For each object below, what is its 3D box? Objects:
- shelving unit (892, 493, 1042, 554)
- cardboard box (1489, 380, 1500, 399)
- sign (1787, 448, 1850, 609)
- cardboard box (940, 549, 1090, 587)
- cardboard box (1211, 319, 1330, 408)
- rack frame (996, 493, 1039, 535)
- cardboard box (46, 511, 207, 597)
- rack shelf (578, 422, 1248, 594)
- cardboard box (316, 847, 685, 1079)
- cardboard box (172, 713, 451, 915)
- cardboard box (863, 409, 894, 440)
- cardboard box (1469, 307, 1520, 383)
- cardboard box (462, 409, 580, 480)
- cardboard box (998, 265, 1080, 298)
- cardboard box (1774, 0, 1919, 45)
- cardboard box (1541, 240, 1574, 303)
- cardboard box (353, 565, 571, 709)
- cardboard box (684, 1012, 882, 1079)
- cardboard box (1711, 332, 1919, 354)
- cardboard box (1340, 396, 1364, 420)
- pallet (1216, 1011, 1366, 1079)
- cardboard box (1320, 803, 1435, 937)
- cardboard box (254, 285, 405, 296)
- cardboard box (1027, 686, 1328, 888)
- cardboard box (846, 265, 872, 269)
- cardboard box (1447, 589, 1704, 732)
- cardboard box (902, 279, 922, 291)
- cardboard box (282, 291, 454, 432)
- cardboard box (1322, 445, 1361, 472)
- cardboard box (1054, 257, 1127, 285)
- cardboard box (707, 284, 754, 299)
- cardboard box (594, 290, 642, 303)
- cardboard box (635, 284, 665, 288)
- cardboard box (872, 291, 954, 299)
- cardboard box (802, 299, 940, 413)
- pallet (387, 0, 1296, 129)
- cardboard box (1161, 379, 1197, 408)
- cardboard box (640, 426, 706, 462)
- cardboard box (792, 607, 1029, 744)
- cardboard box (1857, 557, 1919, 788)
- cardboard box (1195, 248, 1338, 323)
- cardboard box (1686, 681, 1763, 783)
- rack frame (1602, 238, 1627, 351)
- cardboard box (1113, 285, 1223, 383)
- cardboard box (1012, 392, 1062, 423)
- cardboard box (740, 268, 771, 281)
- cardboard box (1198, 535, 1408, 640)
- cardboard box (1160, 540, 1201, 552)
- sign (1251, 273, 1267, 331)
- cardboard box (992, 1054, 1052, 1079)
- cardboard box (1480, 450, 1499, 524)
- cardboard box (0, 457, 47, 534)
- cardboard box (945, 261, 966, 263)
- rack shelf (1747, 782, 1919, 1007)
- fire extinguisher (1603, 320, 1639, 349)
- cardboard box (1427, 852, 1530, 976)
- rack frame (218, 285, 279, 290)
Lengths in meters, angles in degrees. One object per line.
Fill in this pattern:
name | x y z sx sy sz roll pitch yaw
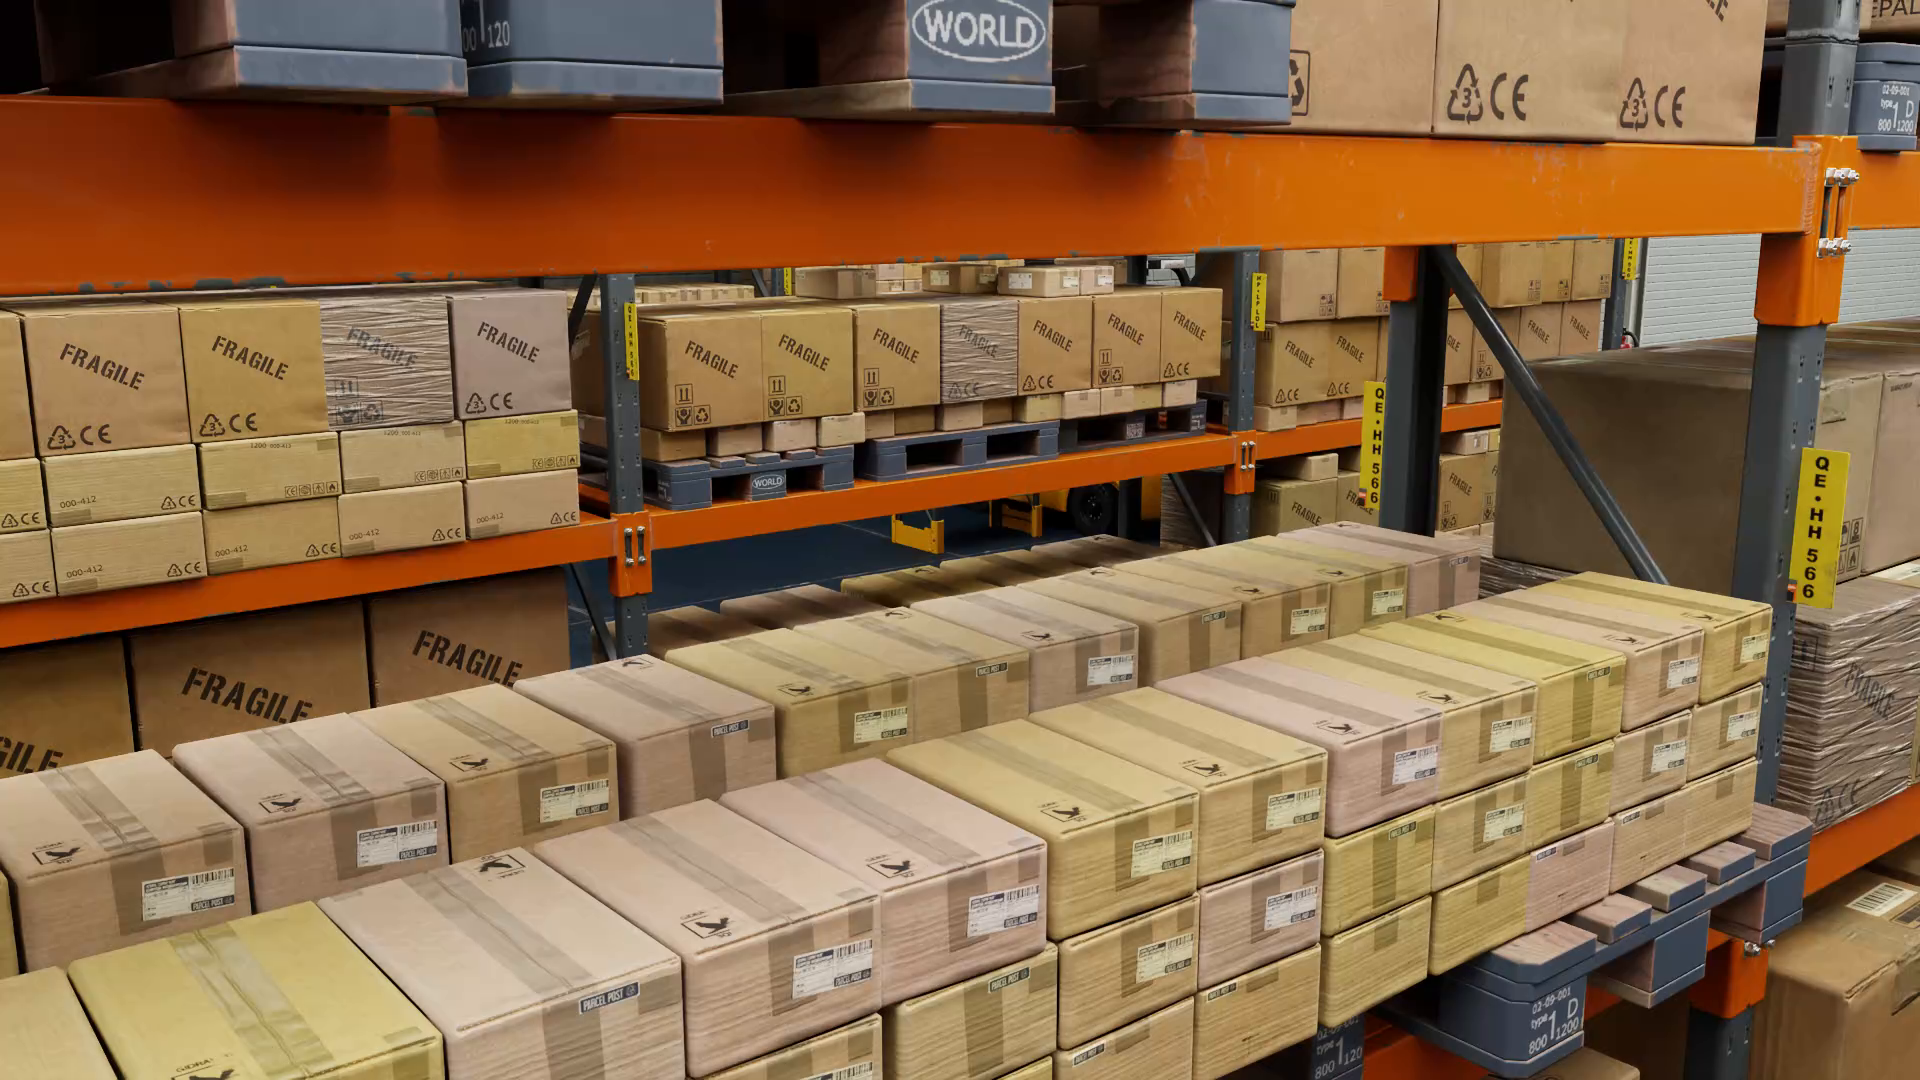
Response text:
shelving unit | 0.060 -0.744 13.020 1.083 1.500 0.587 -9 15 -38
cardboard box | 3.521 -1.075 11.576 0.250 0.149 0.380 -9 15 -37
sign | 1.762 -0.024 3.423 0.005 0.325 0.100 -9 15 -38
cardboard box | 0.401 0.350 9.572 0.625 0.372 0.950 -8 15 -34
cardboard box | 1.886 -1.098 10.122 0.500 0.500 0.500 -9 15 -38
rack frame | 0.464 -0.811 13.336 0.032 1.500 0.500 -9 15 -38
cardboard box | -3.161 0.011 6.218 0.500 0.250 0.500 -10 15 -39
rack shelf | -0.194 -0.280 8.960 4.000 0.370 1.077 -9 15 -38
cardboard box | -0.501 0.484 1.790 0.250 0.149 0.380 -10 15 -38
cardboard box | -0.899 0.376 2.296 0.250 0.149 0.380 -9 15 -38
cardboard box | -0.534 -0.603 8.340 0.250 0.149 0.380 -8 15 -34
cardboard box | 3.453 -1.362 11.362 0.500 0.500 0.500 -10 15 -38
cardboard box | -1.975 -0.440 7.136 0.500 0.250 0.500 -10 15 -38
cardboard box | 0.419 -1.382 8.884 0.250 0.149 0.380 -10 16 -40
cardboard box | 2.118 -1.319 3.862 0.500 0.311 0.500 -9 15 -38
cardboard box | 3.829 -1.928 11.624 0.500 0.500 0.700 -9 15 -37
cardboard box | -2.347 0.537 7.481 0.875 0.875 0.875 -10 15 -38
cardboard box | -0.299 0.595 1.984 0.250 0.149 0.380 -9 15 -35
cardboard box | 2.566 -0.310 4.721 0.500 0.500 0.700 -10 15 -39
cardboard box | 2.382 -0.865 10.585 0.250 0.149 0.380 -9 15 -36
pallet | -0.104 0.774 2.723 1.213 0.211 1.003 -9 15 -38
cardboard box | 0.512 0.461 2.615 0.250 0.149 0.380 -10 15 -38
cardboard box | -2.675 -0.821 7.123 0.500 0.500 0.500 -9 15 -37
cardboard box | 0.308 0.349 2.426 0.250 0.149 0.380 -9 15 -35
cardboard box | -0.960 -2.284 14.147 0.250 0.149 0.380 -10 15 -39
cardboard box | 1.122 0.214 3.063 0.250 0.149 0.380 -10 15 -38
cardboard box | -0.491 -2.187 14.406 0.250 0.149 0.380 -10 15 -38
cardboard box | -2.391 -0.733 6.713 0.500 0.500 0.500 -9 15 -37
cardboard box | 2.533 -0.543 10.704 0.250 0.149 0.380 -9 15 -35
cardboard box | 0.780 -1.605 9.938 0.250 0.149 0.380 -10 15 -38
cardboard box | -1.864 -1.982 13.440 0.250 0.149 0.380 -9 15 -36
cardboard box | -2.644 -1.843 12.785 0.250 0.149 0.380 -10 16 -39
cardboard box | -2.582 -1.993 13.492 0.250 0.149 0.380 -9 15 -38
cardboard box | -0.357 -1.082 9.034 0.500 0.500 0.500 -10 16 -40
cardboard box | -0.447 -0.932 8.330 0.500 0.500 0.500 -9 15 -37
pallet | -0.351 -0.637 2.139 1.003 0.211 1.213 -9 15 -38
cardboard box | 1.139 -0.863 9.564 0.250 0.149 0.380 -9 15 -37
cardboard box | -1.386 -0.467 7.702 0.250 0.149 0.380 -11 16 -41
cardboard box | -0.092 0.243 2.925 0.250 0.149 0.380 -9 15 -36
cardboard box | 2.330 0.287 4.314 0.500 0.500 0.500 -10 15 -38
cardboard box | 1.847 -1.597 10.065 0.500 0.500 0.700 -10 15 -38
cardboard box | 1.314 0.327 3.245 0.250 0.149 0.380 -9 15 -37
rack frame | 4.491 -1.411 12.551 0.127 3.000 1.000 -9 15 -38
cardboard box | 1.151 -1.194 9.565 0.500 0.500 0.500 -10 15 -39
cardboard box | 0.333 -0.733 8.952 0.250 0.149 0.380 -9 15 -38
cardboard box | -1.675 -2.299 14.213 0.250 0.149 0.380 -9 15 -38
cardboard box | 0.726 0.107 3.564 0.250 0.149 0.380 -10 16 -39
cardboard box | 1.662 0.127 10.916 0.500 0.250 0.500 -9 15 -35
sign | 1.717 -1.369 9.565 0.005 0.325 0.100 -9 15 -38
cardboard box | -0.097 0.707 2.173 0.250 0.149 0.380 -10 15 -39
cardboard box | 3.623 -0.424 11.705 0.500 0.500 0.500 -9 15 -36
cardboard box | -3.559 -0.170 5.864 0.500 0.250 0.500 -9 15 -37
cardboard box | -0.162 -2.417 14.769 0.250 0.149 0.380 -9 15 -37
rack shelf | 2.977 0.509 5.240 4.000 0.370 1.077 -9 15 -38
fire extinguisher | 4.869 -1.313 12.277 0.183 0.674 0.296 -9 15 -38
cardboard box | 0.725 0.570 2.816 0.250 0.149 0.380 -10 15 -38
rack frame | -4.859 -1.177 11.452 0.127 3.000 1.000 -9 15 -38
